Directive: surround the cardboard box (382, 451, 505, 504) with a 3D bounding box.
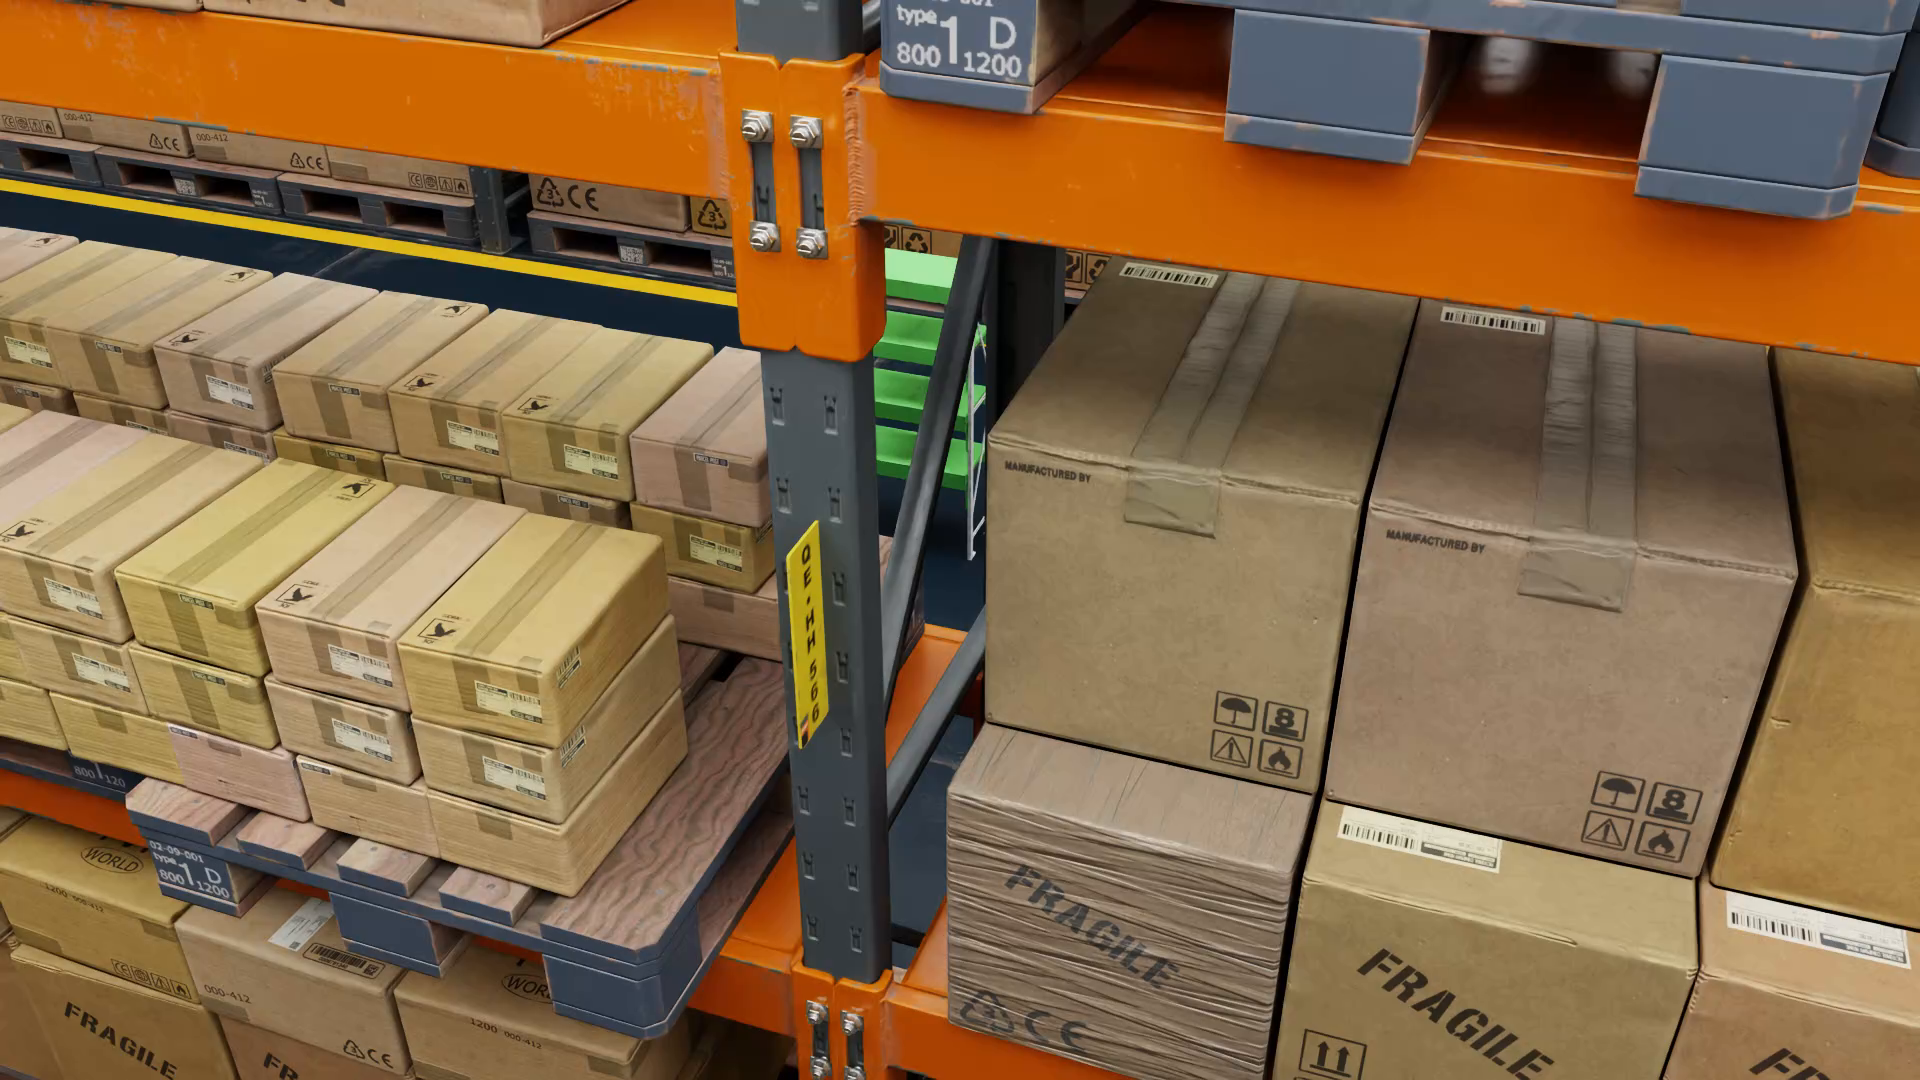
[{"bbox_3d":[-0.928,-0.175,3.326,0.250,0.149,0.380,10,34,15],"label":"cardboard box"}]

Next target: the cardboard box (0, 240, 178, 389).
[{"bbox_3d":[-1.873,-0.484,3.531,0.250,0.149,0.380,11,34,16],"label":"cardboard box"}]

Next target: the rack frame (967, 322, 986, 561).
[{"bbox_3d":[0.074,-0.490,5.902,0.015,1.200,0.240,11,34,16],"label":"rack frame"}]

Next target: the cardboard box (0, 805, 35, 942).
[{"bbox_3d":[-2.211,0.596,3.788,0.500,0.250,0.500,12,35,18],"label":"cardboard box"}]

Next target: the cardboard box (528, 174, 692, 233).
[{"bbox_3d":[-1.612,-2.182,8.436,0.875,0.875,0.875,12,35,18],"label":"cardboard box"}]

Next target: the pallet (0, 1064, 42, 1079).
[{"bbox_3d":[-1.912,1.111,4.335,1.213,0.211,1.003,11,34,16],"label":"pallet"}]

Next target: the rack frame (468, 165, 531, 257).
[{"bbox_3d":[-2.223,-2.971,8.086,0.127,3.000,1.000,11,34,16],"label":"rack frame"}]

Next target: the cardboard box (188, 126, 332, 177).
[{"bbox_3d":[-3.621,-2.404,9.183,0.875,0.438,0.875,10,34,15],"label":"cardboard box"}]

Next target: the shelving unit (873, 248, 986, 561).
[{"bbox_3d":[-0.156,-0.534,5.971,0.503,1.200,0.258,11,34,16],"label":"shelving unit"}]

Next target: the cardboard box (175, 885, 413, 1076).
[{"bbox_3d":[-1.244,0.788,3.491,0.500,0.250,0.500,11,35,17],"label":"cardboard box"}]

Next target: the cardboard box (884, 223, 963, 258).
[{"bbox_3d":[0.082,-1.857,7.932,0.875,0.875,0.875,11,35,17],"label":"cardboard box"}]

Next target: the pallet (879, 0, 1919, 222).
[{"bbox_3d":[0.592,-0.783,2.106,1.003,0.211,1.213,13,35,19],"label":"pallet"}]

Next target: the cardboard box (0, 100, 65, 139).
[{"bbox_3d":[-5.334,-2.733,9.693,0.875,0.438,0.875,10,34,15],"label":"cardboard box"}]

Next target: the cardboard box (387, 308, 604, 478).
[{"bbox_3d":[-0.885,-0.292,3.233,0.250,0.149,0.380,11,34,16],"label":"cardboard box"}]

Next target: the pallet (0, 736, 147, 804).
[{"bbox_3d":[-1.910,0.046,3.590,1.213,0.211,1.003,11,34,16],"label":"pallet"}]

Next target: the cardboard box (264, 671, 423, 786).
[{"bbox_3d":[-0.903,0.205,2.737,0.250,0.149,0.380,12,35,18],"label":"cardboard box"}]

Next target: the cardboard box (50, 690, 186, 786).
[{"bbox_3d":[-1.361,0.240,2.957,0.250,0.149,0.380,11,34,16],"label":"cardboard box"}]

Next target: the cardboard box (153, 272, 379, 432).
[{"bbox_3d":[-1.390,-0.389,3.384,0.250,0.149,0.380,13,35,19],"label":"cardboard box"}]

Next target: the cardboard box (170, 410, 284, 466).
[{"bbox_3d":[-1.400,-0.267,3.469,0.250,0.149,0.380,11,34,17],"label":"cardboard box"}]

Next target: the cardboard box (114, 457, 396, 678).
[{"bbox_3d":[-1.131,0.036,2.725,0.250,0.149,0.380,12,35,18],"label":"cardboard box"}]

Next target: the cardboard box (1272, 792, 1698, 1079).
[{"bbox_3d":[0.779,0.577,2.499,0.500,0.500,0.500,11,34,16],"label":"cardboard box"}]

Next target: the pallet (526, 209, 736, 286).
[{"bbox_3d":[-1.471,-1.697,8.683,1.213,0.211,1.003,11,34,16],"label":"pallet"}]

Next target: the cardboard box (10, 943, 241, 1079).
[{"bbox_3d":[-1.731,1.009,3.840,0.500,0.500,0.500,9,34,14],"label":"cardboard box"}]

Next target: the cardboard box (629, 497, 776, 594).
[{"bbox_3d":[-0.420,-0.080,3.178,0.250,0.149,0.380,13,35,19],"label":"cardboard box"}]

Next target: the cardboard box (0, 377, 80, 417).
[{"bbox_3d":[-1.888,-0.362,3.615,0.250,0.149,0.380,12,35,18],"label":"cardboard box"}]

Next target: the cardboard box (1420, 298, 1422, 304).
[{"bbox_3d":[2.071,-1.203,7.383,0.625,0.372,0.950,9,34,13],"label":"cardboard box"}]

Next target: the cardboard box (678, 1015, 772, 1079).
[{"bbox_3d":[-0.740,1.194,3.553,0.500,0.500,0.500,11,34,16],"label":"cardboard box"}]

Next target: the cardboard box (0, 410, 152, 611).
[{"bbox_3d":[-1.608,-0.058,2.871,0.250,0.149,0.380,11,34,16],"label":"cardboard box"}]

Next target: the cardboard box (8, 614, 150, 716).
[{"bbox_3d":[-1.387,0.113,2.880,0.250,0.149,0.380,11,34,17],"label":"cardboard box"}]

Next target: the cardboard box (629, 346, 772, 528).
[{"bbox_3d":[-0.406,-0.198,3.087,0.250,0.149,0.380,11,34,17],"label":"cardboard box"}]

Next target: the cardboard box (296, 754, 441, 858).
[{"bbox_3d":[-0.885,0.334,2.811,0.250,0.149,0.380,11,34,16],"label":"cardboard box"}]

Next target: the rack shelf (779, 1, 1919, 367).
[{"bbox_3d":[1.850,-0.285,1.823,4.000,0.370,1.077,11,34,16],"label":"rack shelf"}]

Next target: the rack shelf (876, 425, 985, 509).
[{"bbox_3d":[-0.156,-0.279,6.136,0.480,0.148,0.258,11,34,16],"label":"rack shelf"}]

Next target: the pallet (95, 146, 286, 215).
[{"bbox_3d":[-4.065,-2.201,9.464,1.213,0.211,1.003,11,34,16],"label":"pallet"}]

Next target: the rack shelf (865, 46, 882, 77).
[{"bbox_3d":[-0.340,-2.303,7.714,4.000,0.370,1.077,11,34,16],"label":"rack shelf"}]

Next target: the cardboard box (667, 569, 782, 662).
[{"bbox_3d":[-0.386,0.051,3.249,0.250,0.149,0.380,11,34,16],"label":"cardboard box"}]

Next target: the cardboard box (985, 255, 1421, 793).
[{"bbox_3d":[0.387,-0.068,2.575,0.500,0.500,0.700,11,34,16],"label":"cardboard box"}]

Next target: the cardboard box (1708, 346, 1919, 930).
[{"bbox_3d":[1.347,0.117,2.289,0.500,0.500,0.700,10,34,16],"label":"cardboard box"}]

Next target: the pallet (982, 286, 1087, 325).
[{"bbox_3d":[0.826,-1.250,7.992,1.213,0.211,1.003,11,34,16],"label":"pallet"}]

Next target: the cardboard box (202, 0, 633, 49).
[{"bbox_3d":[-0.656,-0.970,2.129,0.500,0.500,0.500,11,34,16],"label":"cardboard box"}]

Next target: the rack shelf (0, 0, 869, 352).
[{"bbox_3d":[-1.915,-1.017,2.957,4.000,0.370,1.077,11,34,16],"label":"rack shelf"}]

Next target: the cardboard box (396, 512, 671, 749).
[{"bbox_3d":[-0.649,0.131,2.578,0.250,0.149,0.380,10,34,15],"label":"cardboard box"}]

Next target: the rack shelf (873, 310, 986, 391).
[{"bbox_3d":[-0.156,-0.682,5.876,0.480,0.148,0.258,11,34,16],"label":"rack shelf"}]
